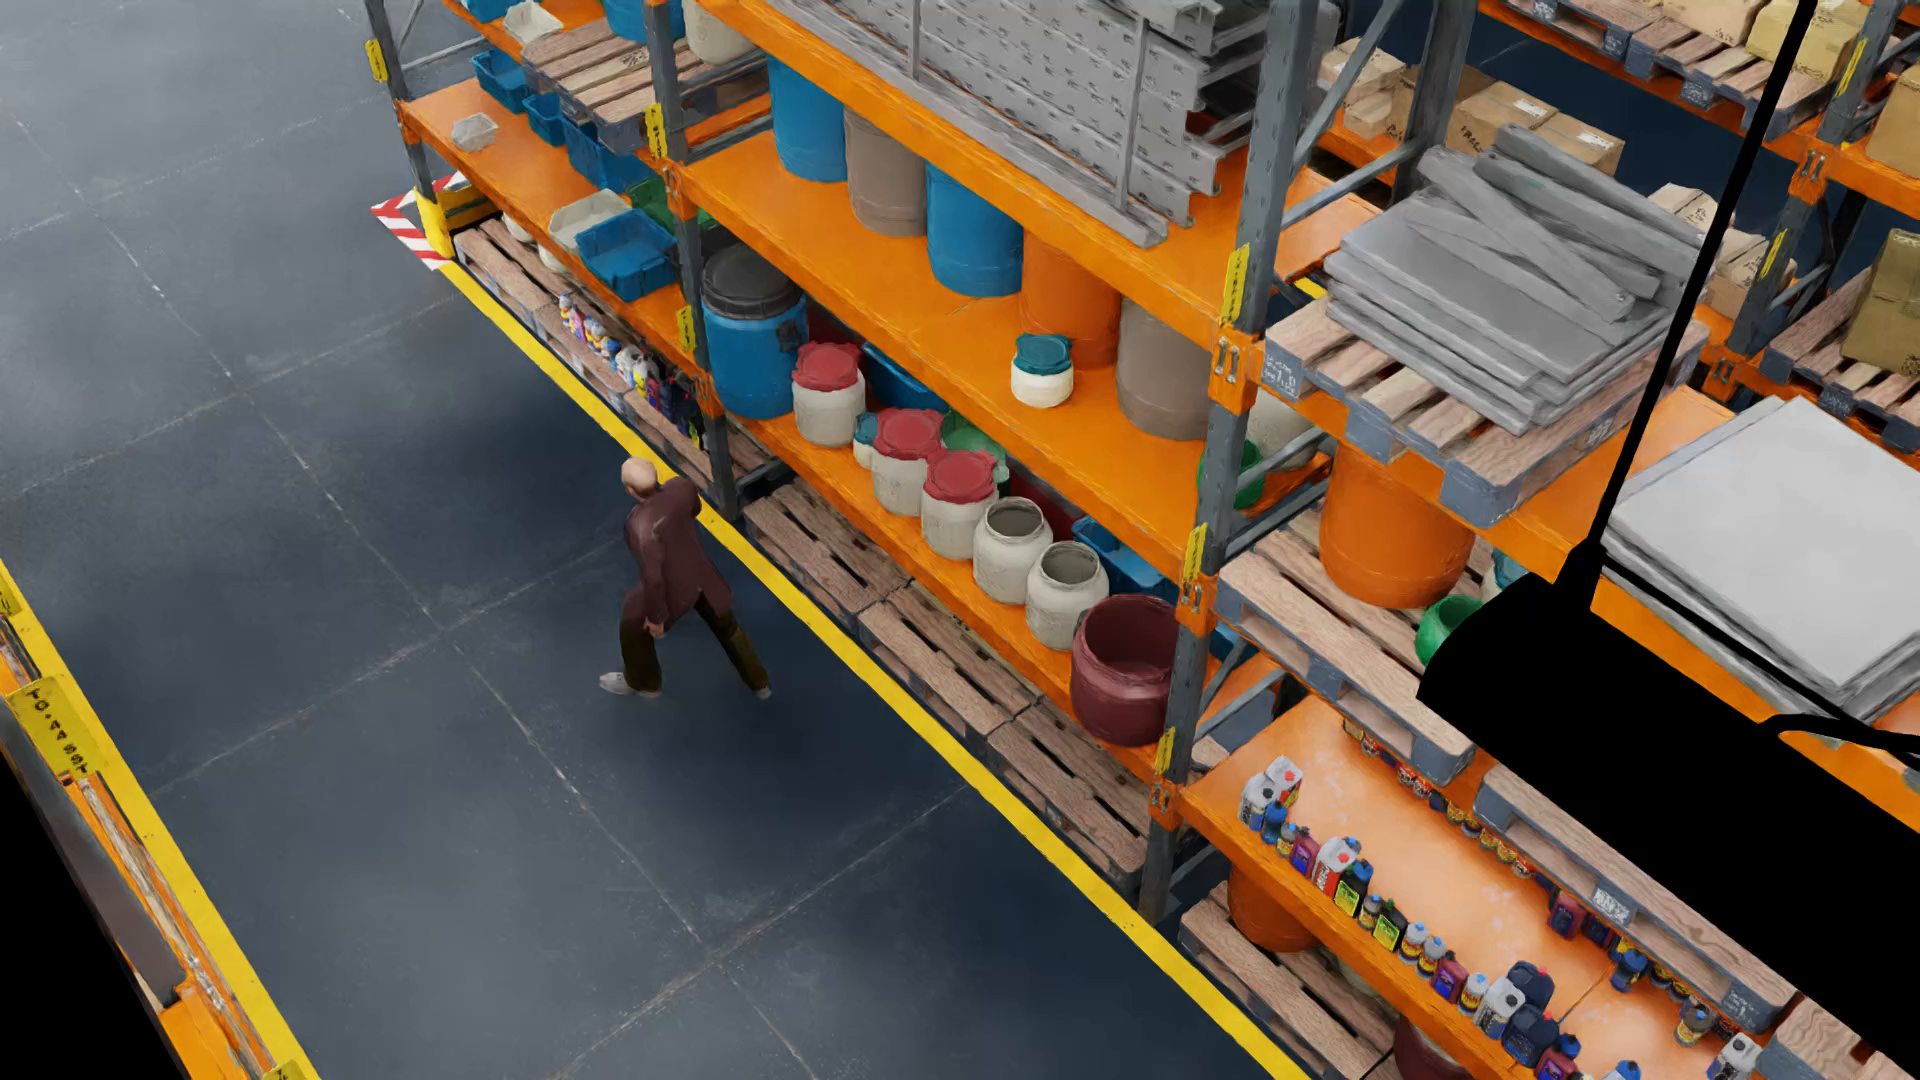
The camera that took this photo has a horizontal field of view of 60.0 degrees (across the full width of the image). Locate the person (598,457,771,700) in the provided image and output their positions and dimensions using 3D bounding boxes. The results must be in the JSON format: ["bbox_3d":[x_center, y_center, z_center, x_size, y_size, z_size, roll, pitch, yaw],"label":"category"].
[{"bbox_3d":[-1.556,0.244,9.173,0.906,1.712,0.735,25,52,22],"label":"person"}]
